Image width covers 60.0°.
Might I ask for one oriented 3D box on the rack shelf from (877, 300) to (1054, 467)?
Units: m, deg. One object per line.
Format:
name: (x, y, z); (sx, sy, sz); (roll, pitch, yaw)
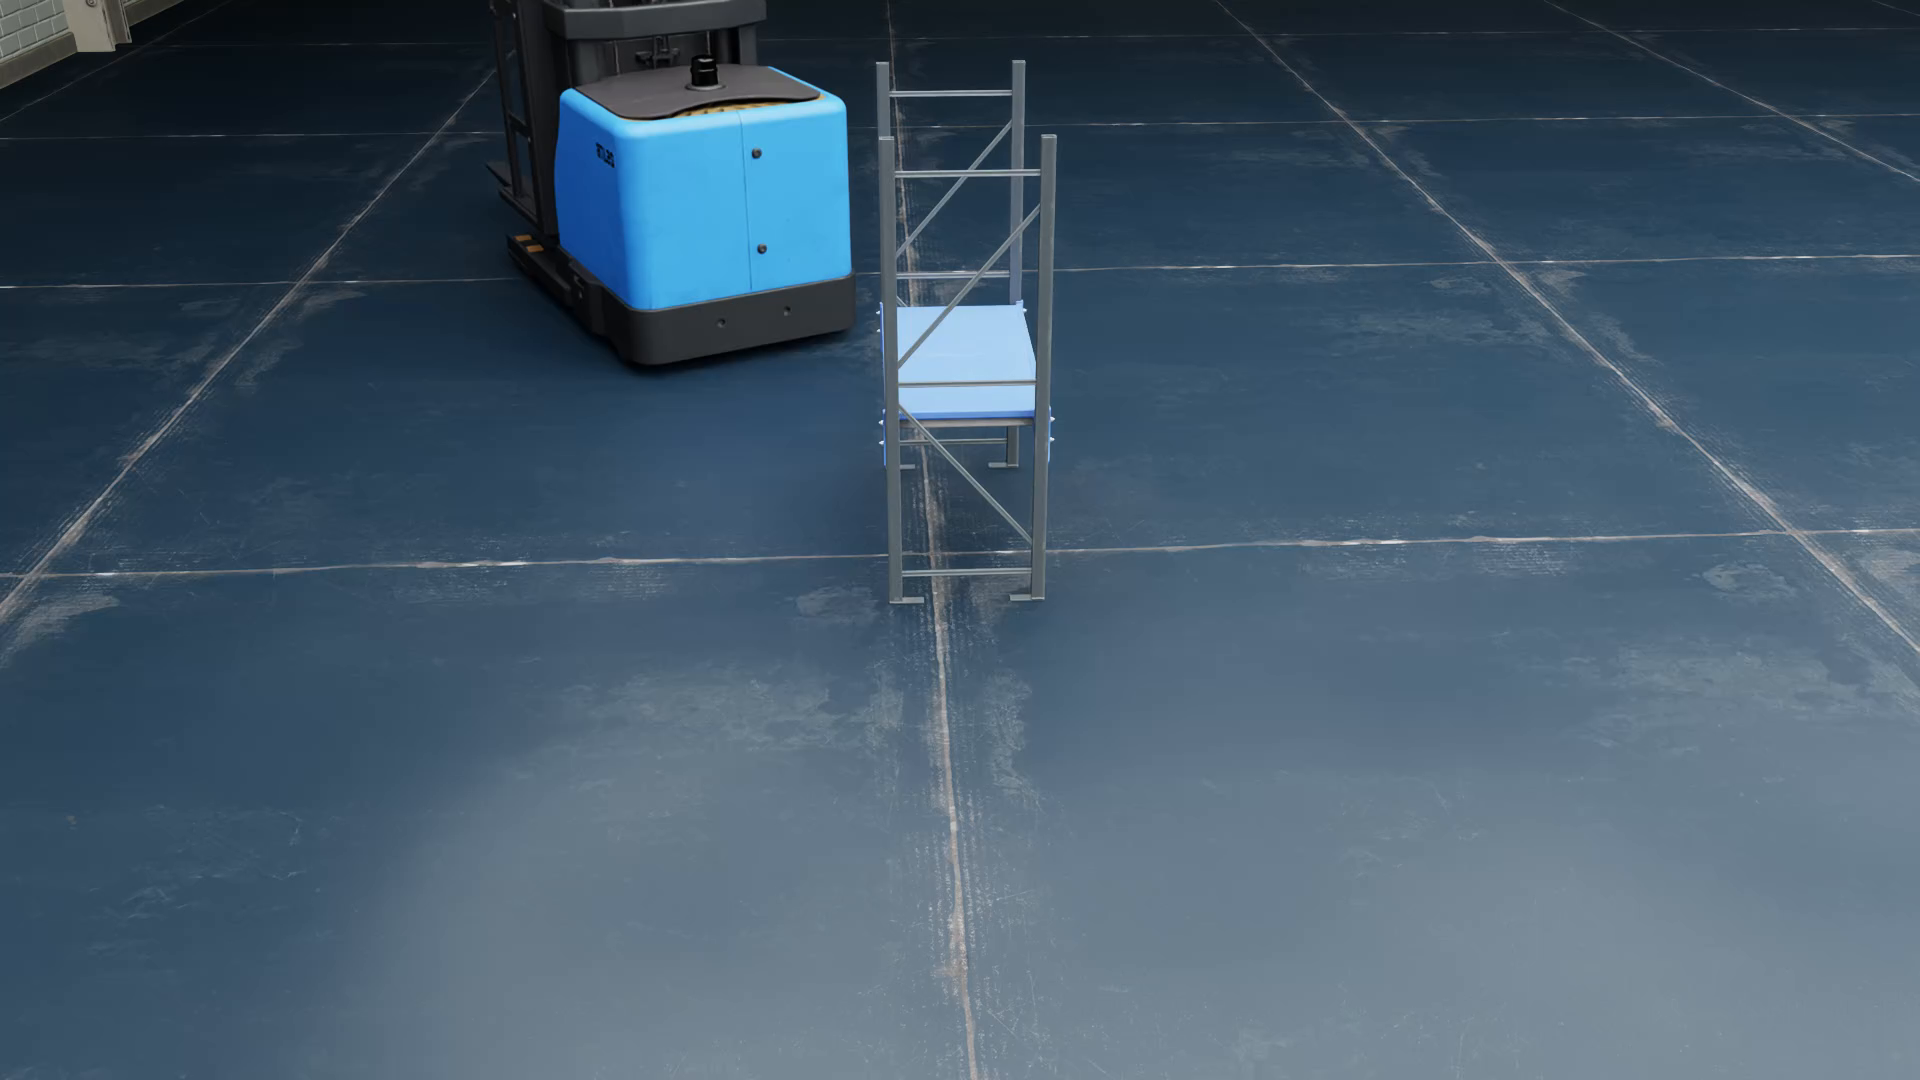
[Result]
rack shelf: (-0.004, -0.545, 5.562); (0.538, 0.185, 1.000); (-1, 28, -3)

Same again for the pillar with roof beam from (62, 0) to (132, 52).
pillar with roof beam: (-2.573, -8.051, 11.455); (9.100, 9.000, 0.400); (-1, 28, -3)

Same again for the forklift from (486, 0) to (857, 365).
forklift: (-1.623, -2.684, 7.727); (1.130, 2.935, 3.031); (-14, 31, -26)

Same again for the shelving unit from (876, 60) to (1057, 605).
shelving unit: (-0.004, -0.704, 5.479); (0.538, 1.500, 1.048); (-1, 28, -3)

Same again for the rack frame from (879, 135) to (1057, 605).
rack frame: (0.022, -0.470, 5.029); (0.500, 1.500, 0.032); (-1, 28, -3)

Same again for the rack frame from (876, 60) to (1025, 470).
rack frame: (-0.031, -0.939, 5.929); (0.500, 1.500, 0.032); (-1, 28, -3)
